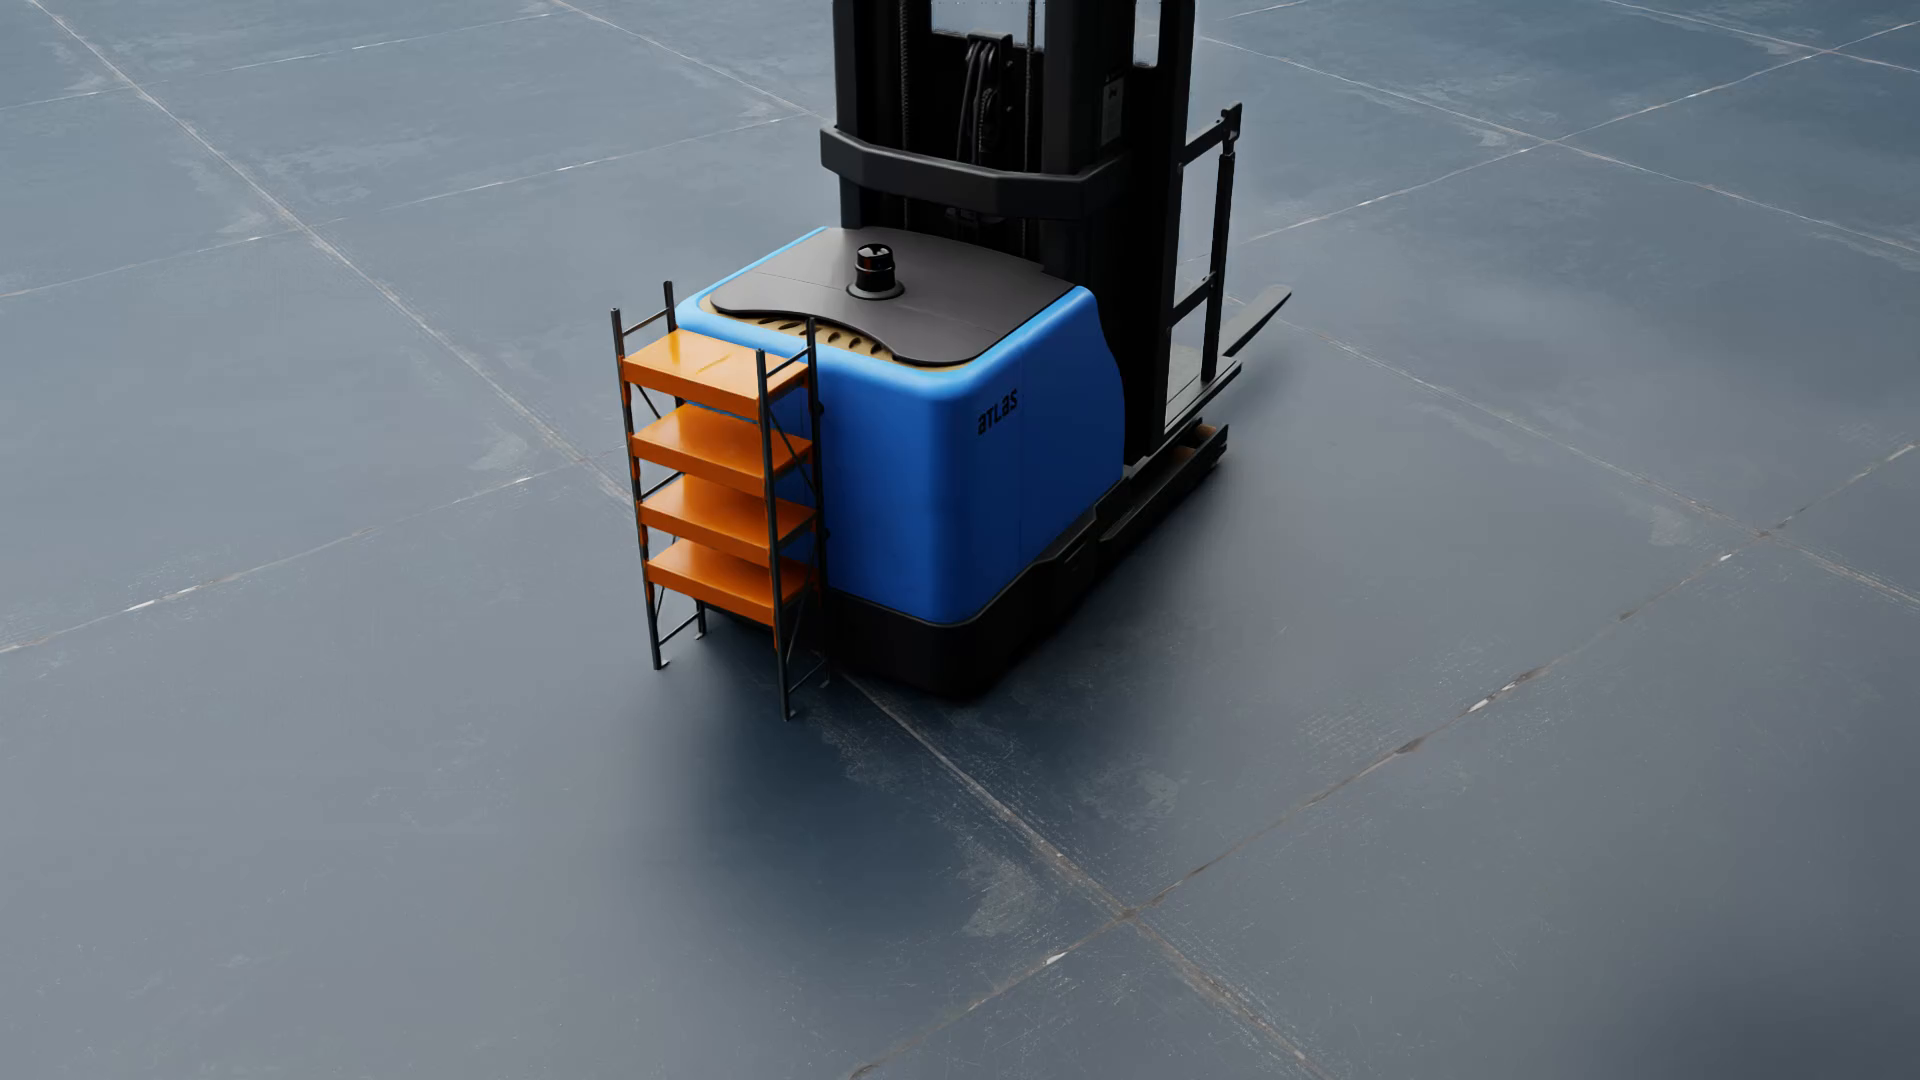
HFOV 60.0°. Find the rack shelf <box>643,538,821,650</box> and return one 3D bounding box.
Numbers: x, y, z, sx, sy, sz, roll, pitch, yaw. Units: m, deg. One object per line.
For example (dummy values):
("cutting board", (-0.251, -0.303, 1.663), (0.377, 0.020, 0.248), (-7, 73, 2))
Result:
("rack shelf", (-0.663, 0.130, 4.906), (0.480, 0.148, 0.258), (18, 36, 26))

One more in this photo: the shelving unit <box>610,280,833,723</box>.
("shelving unit", (-0.663, -0.095, 4.766), (0.503, 1.200, 0.258), (18, 36, 26))

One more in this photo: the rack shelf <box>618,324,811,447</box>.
("rack shelf", (-0.664, -0.429, 4.558), (0.480, 0.148, 0.258), (18, 36, 26))

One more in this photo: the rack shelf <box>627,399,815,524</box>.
("rack shelf", (-0.663, -0.228, 4.683), (0.480, 0.148, 0.258), (18, 36, 26))

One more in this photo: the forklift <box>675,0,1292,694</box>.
("forklift", (0.337, -1.537, 5.446), (1.130, 2.935, 3.031), (18, 36, 26))

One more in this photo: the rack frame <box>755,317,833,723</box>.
("rack frame", (-0.455, -0.028, 4.658), (0.015, 1.200, 0.240), (18, 36, 26))

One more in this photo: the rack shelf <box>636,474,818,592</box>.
("rack shelf", (-0.663, -0.038, 4.801), (0.480, 0.148, 0.258), (18, 36, 26))

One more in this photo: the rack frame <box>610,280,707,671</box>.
("rack frame", (-0.872, -0.162, 4.873), (0.015, 1.200, 0.240), (18, 36, 26))
